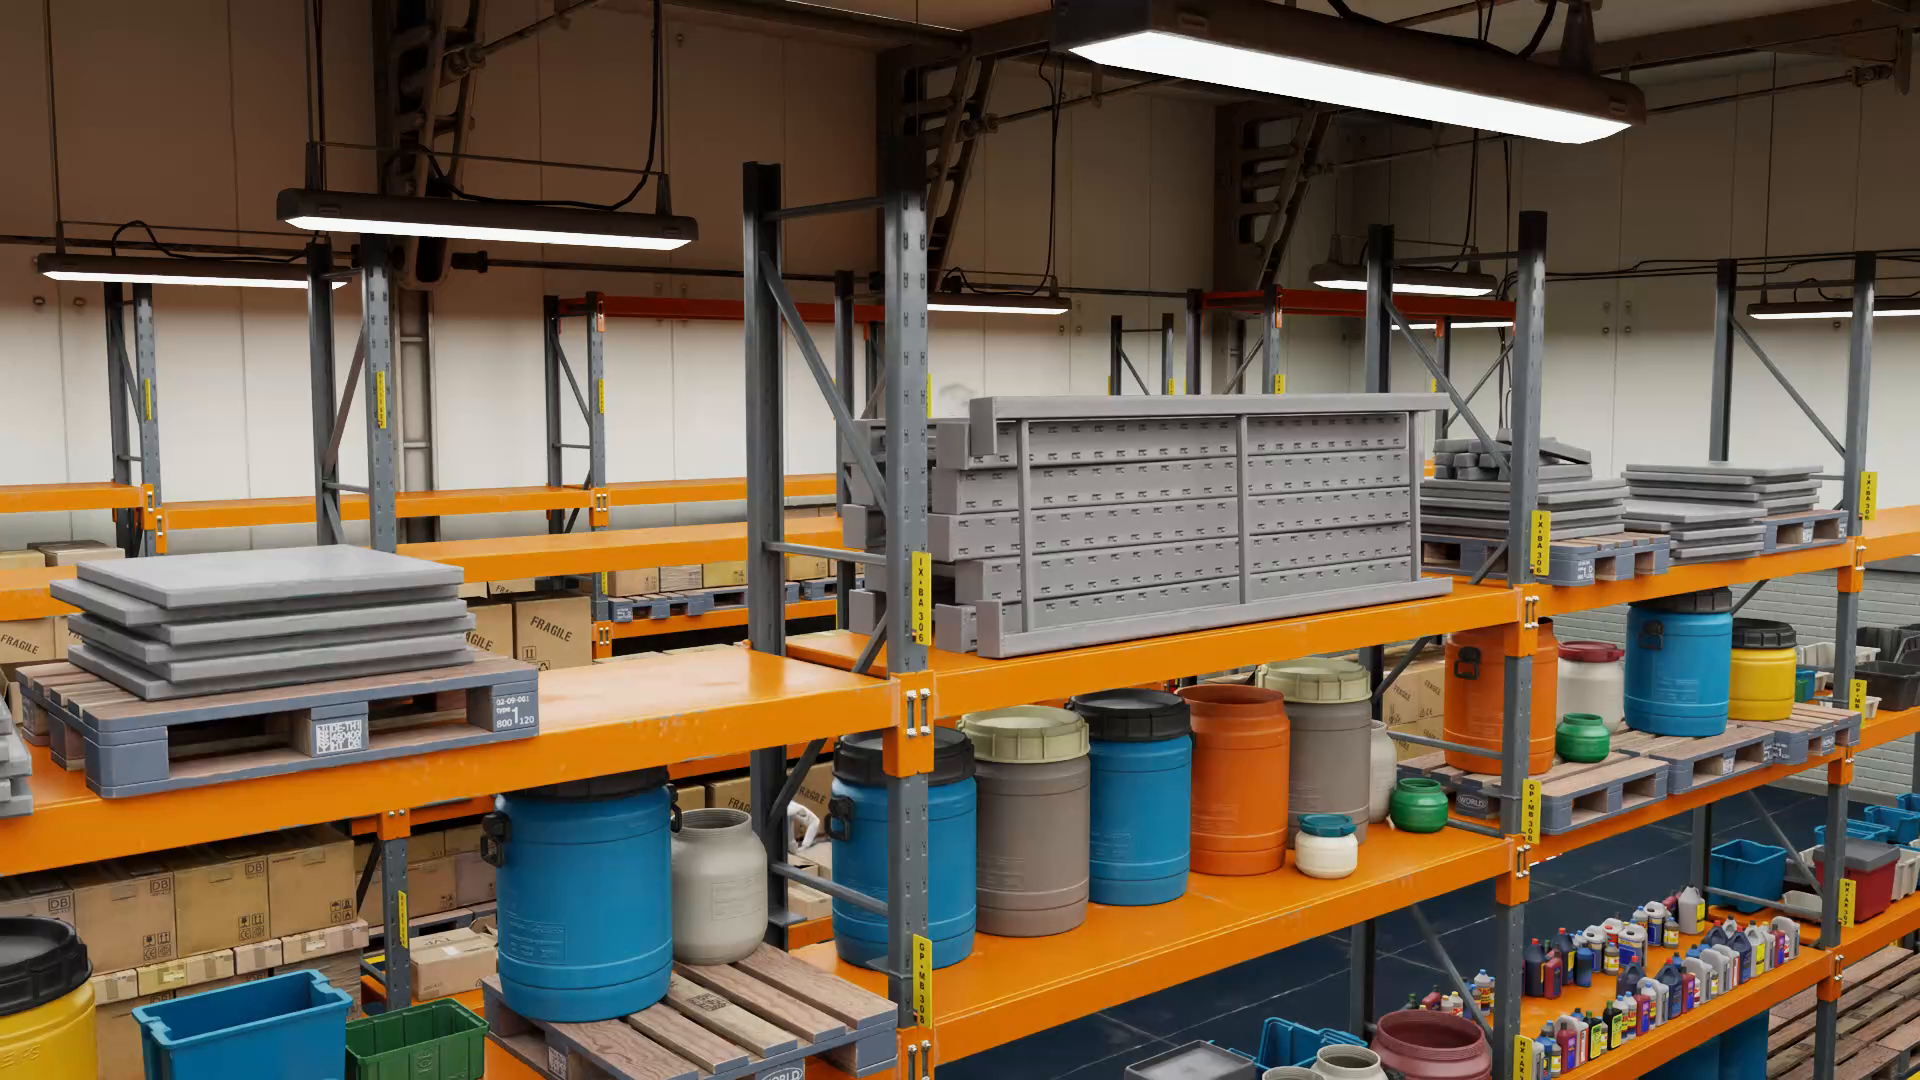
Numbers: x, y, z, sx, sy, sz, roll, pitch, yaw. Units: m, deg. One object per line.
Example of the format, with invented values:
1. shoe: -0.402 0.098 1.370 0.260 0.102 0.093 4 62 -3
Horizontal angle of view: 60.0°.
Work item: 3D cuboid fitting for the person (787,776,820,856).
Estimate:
1. person: -1.561 2.890 14.888 0.878 1.741 0.622 -5 7 -39
